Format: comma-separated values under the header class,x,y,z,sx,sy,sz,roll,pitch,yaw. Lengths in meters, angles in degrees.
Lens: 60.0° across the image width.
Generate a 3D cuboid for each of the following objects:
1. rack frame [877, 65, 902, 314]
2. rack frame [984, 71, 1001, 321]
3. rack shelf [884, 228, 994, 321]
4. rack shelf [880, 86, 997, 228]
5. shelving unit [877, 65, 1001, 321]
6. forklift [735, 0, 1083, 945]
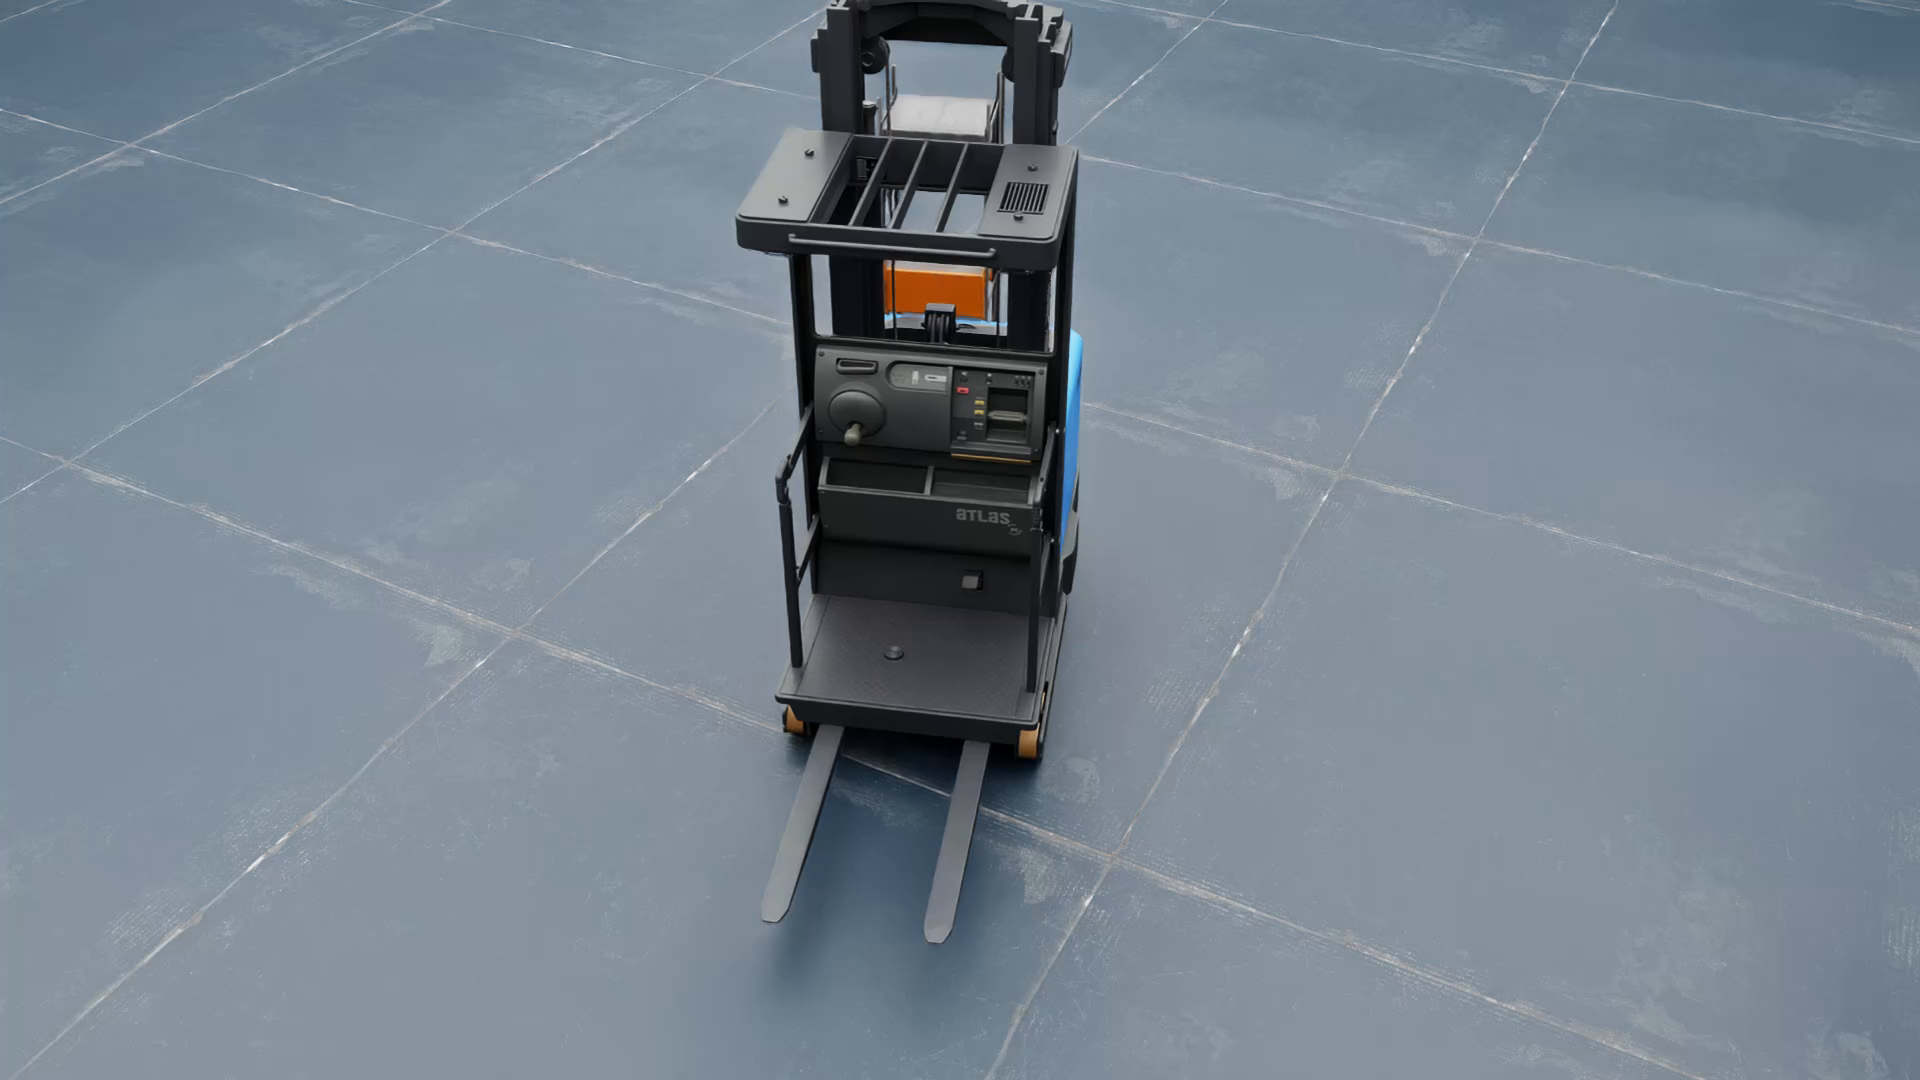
class,x,y,z,sx,sy,sz,roll,pitch,yaw
rack frame,-0.331,-1.233,8.137,0.015,2.100,0.400,5,37,7
rack frame,0.152,-1.191,8.082,0.015,2.100,0.400,5,37,7
rack shelf,-0.090,-1.201,8.118,0.480,0.518,0.431,5,37,7
rack shelf,-0.090,-1.758,7.695,0.480,0.518,0.431,5,37,7
shelving unit,-0.090,-1.212,8.110,0.503,2.100,0.431,5,37,7
forklift,-0.153,-0.475,6.451,1.130,2.935,3.031,6,38,7
